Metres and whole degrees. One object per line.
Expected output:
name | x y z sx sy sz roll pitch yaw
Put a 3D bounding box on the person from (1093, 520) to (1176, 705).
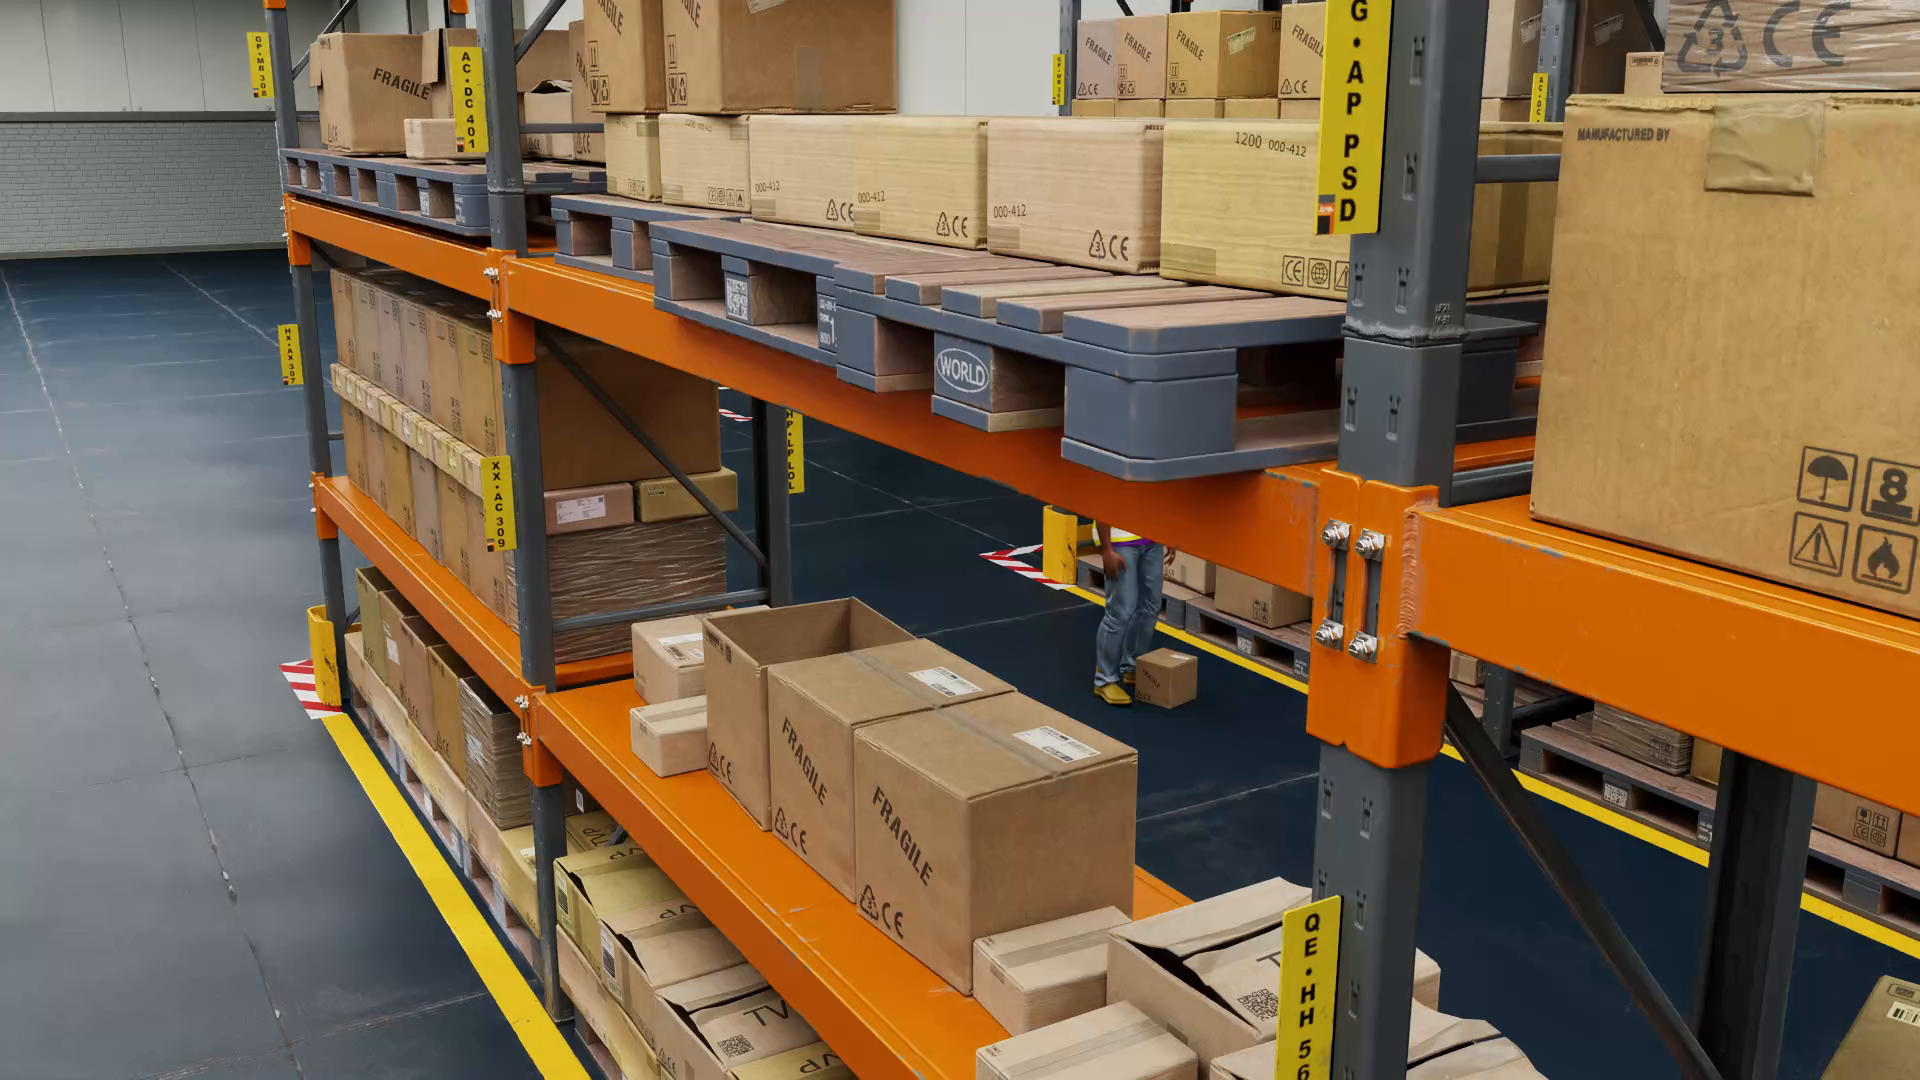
person | 0.999 0.018 9.407 0.454 1.761 0.636 13 20 42
